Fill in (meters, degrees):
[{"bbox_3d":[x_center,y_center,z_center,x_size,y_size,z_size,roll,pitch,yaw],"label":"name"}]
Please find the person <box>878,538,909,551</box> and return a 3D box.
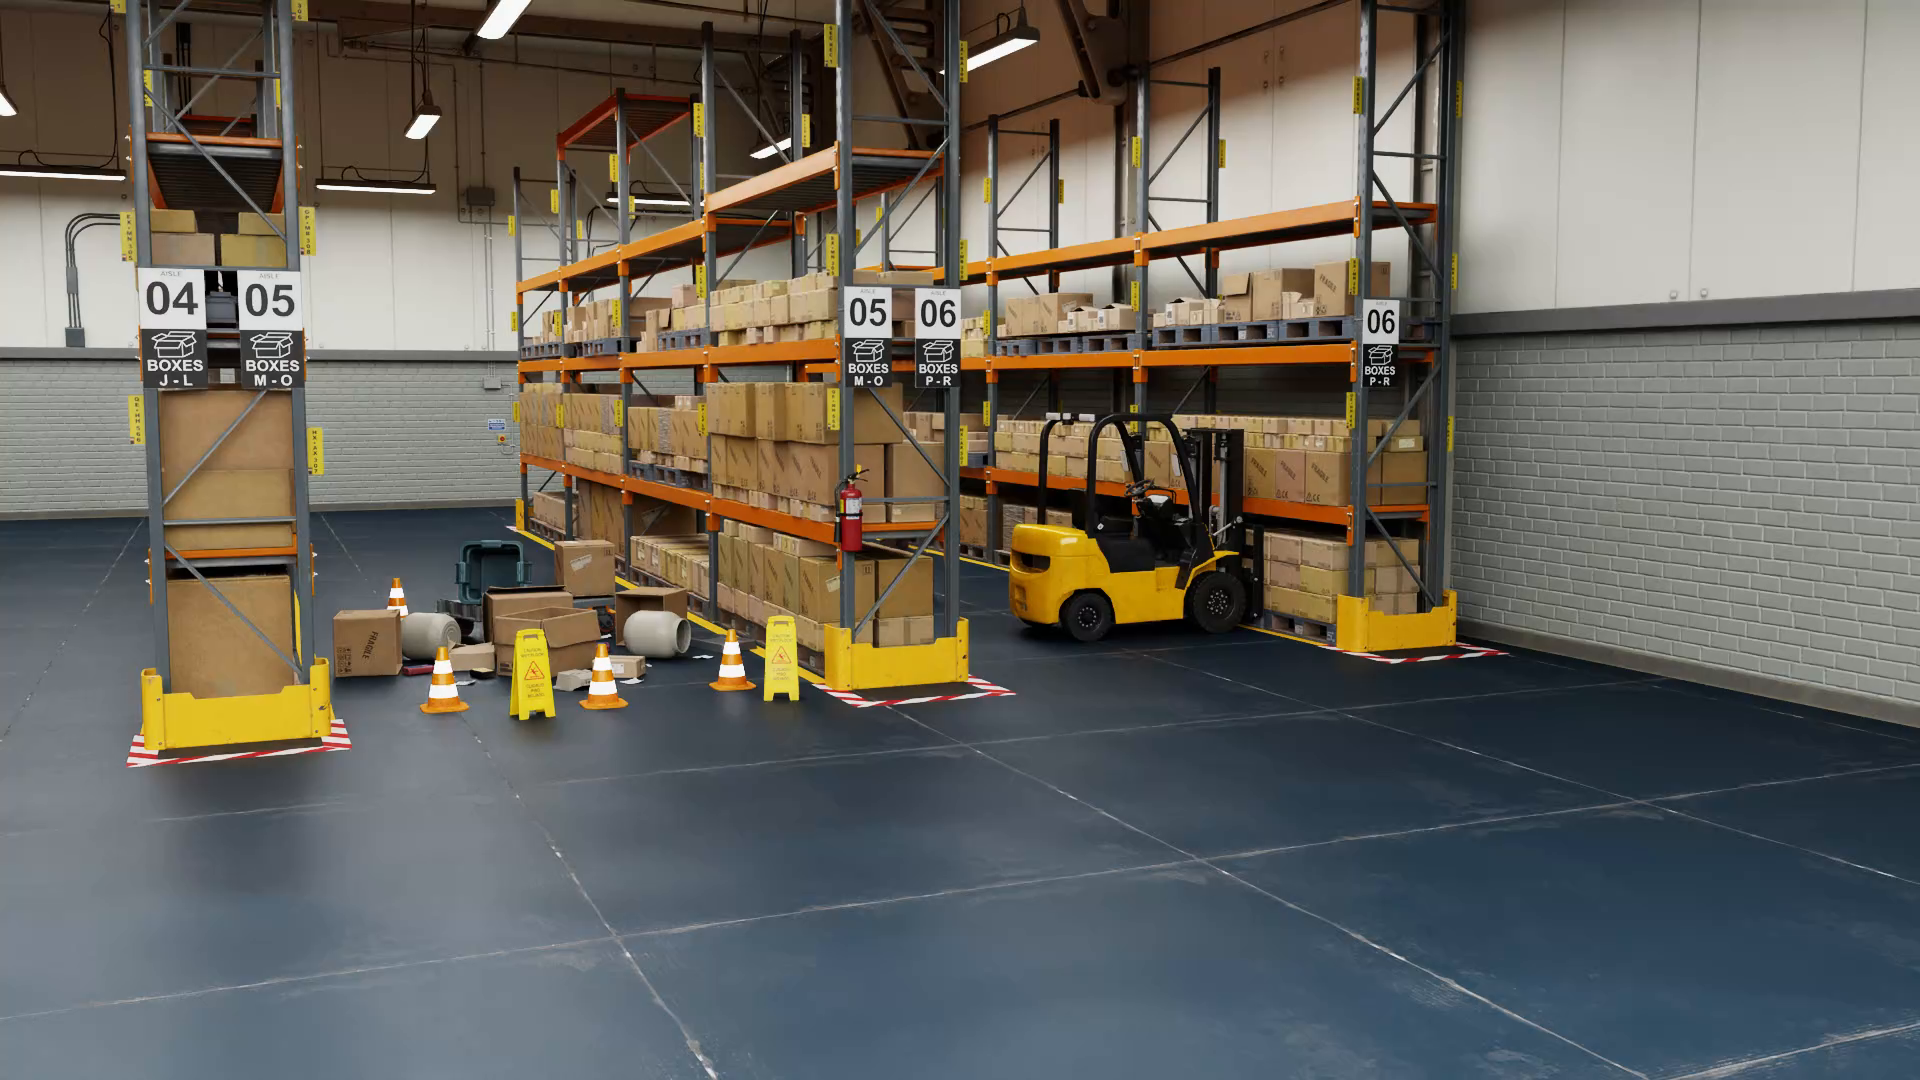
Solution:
[{"bbox_3d":[-0.756,-0.192,19.327,0.682,1.645,0.738,-3,6,-29],"label":"person"}]
